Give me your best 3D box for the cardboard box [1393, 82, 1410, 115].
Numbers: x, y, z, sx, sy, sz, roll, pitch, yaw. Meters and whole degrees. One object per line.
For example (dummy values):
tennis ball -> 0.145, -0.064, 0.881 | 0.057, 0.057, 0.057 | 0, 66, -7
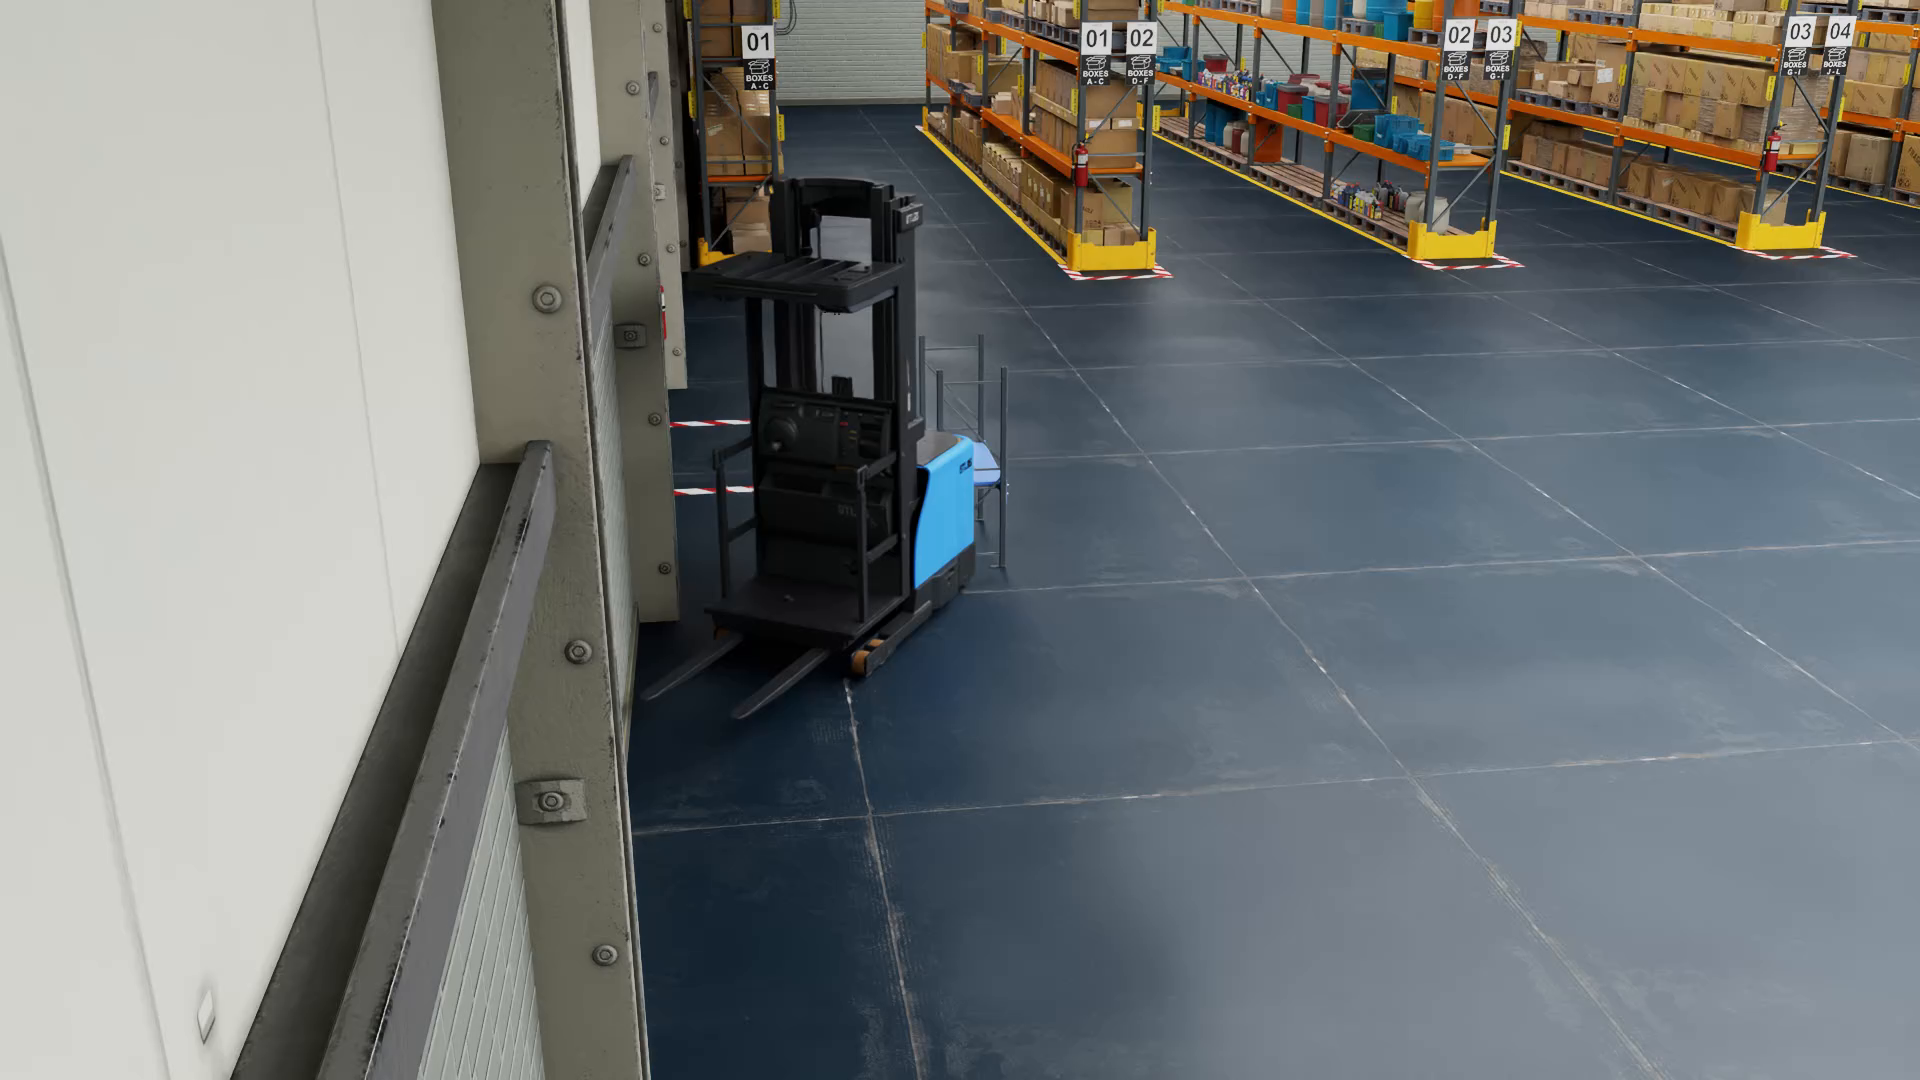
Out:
cardboard box -> 9.979, -9.529, 36.379 | 0.875, 0.875, 0.875 | -3, 21, -8

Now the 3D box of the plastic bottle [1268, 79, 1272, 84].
plastic bottle -> 5.936, -8.663, 31.789 | 0.061, 0.283, 0.133 | -3, 21, -8

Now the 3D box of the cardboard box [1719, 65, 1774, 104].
cardboard box -> 11.453, -6.634, 24.194 | 0.500, 0.500, 0.500 | -3, 21, -8

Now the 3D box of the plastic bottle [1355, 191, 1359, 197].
plastic bottle -> 6.168, -5.277, 25.829 | 0.097, 0.271, 0.097 | 0, 20, 0

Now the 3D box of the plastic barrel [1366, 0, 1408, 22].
plastic barrel -> 6.414, -8.251, 24.916 | 0.600, 0.901, 0.708 | -3, 21, -8

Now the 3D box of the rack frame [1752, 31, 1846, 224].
rack frame -> 11.854, -5.629, 23.500 | 1.000, 3.000, 0.127 | -3, 21, -8

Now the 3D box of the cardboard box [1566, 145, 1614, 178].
cardboard box -> 11.080, -6.622, 29.104 | 0.700, 0.500, 0.500 | -5, 21, -12

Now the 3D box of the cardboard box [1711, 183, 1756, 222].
cardboard box -> 11.661, -5.077, 24.994 | 0.500, 0.500, 0.500 | 2, 21, 6

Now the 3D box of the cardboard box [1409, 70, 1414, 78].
cardboard box -> 9.719, -9.844, 35.145 | 0.380, 0.149, 0.250 | -3, 21, -7

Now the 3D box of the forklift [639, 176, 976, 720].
forklift -> -0.945, -0.687, 10.365 | 1.130, 2.935, 3.031 | 9, 22, 22

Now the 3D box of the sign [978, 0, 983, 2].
sign -> 0.361, -9.521, 28.895 | 0.100, 0.325, 0.005 | -3, 21, -8

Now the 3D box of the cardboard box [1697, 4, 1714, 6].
cardboard box -> 11.681, -8.258, 25.896 | 0.380, 0.149, 0.250 | -4, 21, -10

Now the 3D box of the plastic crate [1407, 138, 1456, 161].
plastic crate -> 6.585, -5.468, 23.280 | 0.499, 0.251, 0.616 | -3, 21, -8

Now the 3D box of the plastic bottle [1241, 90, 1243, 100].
plastic bottle -> 5.288, -8.295, 30.922 | 0.097, 0.201, 0.097 | 0, 20, 0

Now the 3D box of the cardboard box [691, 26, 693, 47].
cardboard box -> -3.254, -6.642, 21.753 | 0.500, 0.500, 0.500 | -3, 21, -8

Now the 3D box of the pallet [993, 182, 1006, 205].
pallet -> 1.151, -5.886, 28.173 | 1.003, 0.211, 1.213 | -3, 21, -8

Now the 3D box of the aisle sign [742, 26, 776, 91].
aisle sign -> -2.543, -6.087, 21.012 | 0.394, 0.787, 0.004 | -3, 21, -8

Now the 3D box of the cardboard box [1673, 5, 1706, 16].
cardboard box -> 11.222, -8.141, 25.583 | 0.380, 0.149, 0.250 | -2, 21, -6

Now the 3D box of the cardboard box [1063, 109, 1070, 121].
cardboard box -> 1.659, -5.961, 23.319 | 0.380, 0.149, 0.250 | -2, 21, -6

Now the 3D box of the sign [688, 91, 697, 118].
sign -> -3.402, -5.549, 21.179 | 0.100, 0.325, 0.005 | -3, 21, -8

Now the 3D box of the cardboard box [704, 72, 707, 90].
cardboard box -> -4.333, -7.995, 29.238 | 0.500, 0.500, 0.500 | -3, 21, -7

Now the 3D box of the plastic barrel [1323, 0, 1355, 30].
plastic barrel -> 6.089, -8.569, 26.369 | 0.600, 0.901, 0.708 | -3, 21, -8

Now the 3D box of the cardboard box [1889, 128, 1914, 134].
cardboard box -> 20.238, -8.962, 34.860 | 0.875, 0.875, 0.875 | -2, 21, -6

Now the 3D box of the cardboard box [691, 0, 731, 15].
cardboard box -> -3.171, -6.945, 21.137 | 0.500, 0.500, 0.500 | -2, 21, -5

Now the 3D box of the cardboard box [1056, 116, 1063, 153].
cardboard box -> 1.771, -5.875, 24.017 | 0.700, 0.500, 0.500 | -2, 21, -6

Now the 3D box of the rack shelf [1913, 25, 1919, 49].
rack shelf -> 16.489, -7.605, 25.531 | 1.077, 0.370, 4.000 | -3, 21, -8

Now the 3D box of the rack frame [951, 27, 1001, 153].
rack frame -> 0.321, -9.285, 33.290 | 1.000, 3.000, 0.127 | -3, 21, -8

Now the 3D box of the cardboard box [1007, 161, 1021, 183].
cardboard box -> 1.051, -5.992, 27.001 | 0.500, 0.311, 0.500 | -2, 21, -6

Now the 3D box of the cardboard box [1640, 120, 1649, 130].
cardboard box -> 11.098, -6.634, 26.550 | 0.380, 0.149, 0.250 | -3, 21, -8

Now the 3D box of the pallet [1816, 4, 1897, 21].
pallet -> 15.933, -9.323, 29.374 | 1.003, 0.211, 1.213 | -2, 21, -5

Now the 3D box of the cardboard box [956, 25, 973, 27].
cardboard box -> 0.155, -10.870, 35.961 | 0.500, 0.500, 0.500 | -2, 21, -6

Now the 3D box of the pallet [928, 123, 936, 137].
pallet -> -0.128, -9.061, 36.676 | 1.003, 0.211, 1.213 | -3, 21, -8

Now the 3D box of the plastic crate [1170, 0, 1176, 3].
plastic crate -> 4.661, -11.485, 35.063 | 0.437, 0.282, 0.530 | -3, 21, -8

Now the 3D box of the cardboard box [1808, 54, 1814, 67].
cardboard box -> 15.753, -8.798, 30.413 | 0.700, 0.500, 0.500 | -3, 21, -9

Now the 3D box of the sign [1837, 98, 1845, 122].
sign -> 12.391, -6.062, 23.422 | 0.100, 0.325, 0.005 | -3, 21, -8

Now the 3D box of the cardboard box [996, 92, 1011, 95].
cardboard box -> 0.907, -7.730, 29.254 | 0.500, 0.311, 0.500 | -2, 21, -4

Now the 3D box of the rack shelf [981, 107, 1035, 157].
rack shelf -> 1.186, -6.871, 27.853 | 1.077, 0.370, 4.000 | -3, 21, -8

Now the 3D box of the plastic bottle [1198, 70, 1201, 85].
plastic bottle -> 4.854, -9.331, 33.578 | 0.061, 0.283, 0.133 | -3, 21, -8

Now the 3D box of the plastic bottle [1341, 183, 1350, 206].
plastic bottle -> 6.082, -5.429, 26.121 | 0.144, 0.351, 0.185 | -2, 21, -6

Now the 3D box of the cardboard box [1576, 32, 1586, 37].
cardboard box -> 14.352, -11.695, 37.745 | 0.500, 0.500, 0.500 | -2, 21, -6

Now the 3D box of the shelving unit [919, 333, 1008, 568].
shelving unit -> 0.012, -0.673, 12.375 | 0.538, 1.500, 1.048 | -3, 21, -8

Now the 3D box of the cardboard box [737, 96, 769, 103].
cardboard box -> -2.913, -6.059, 23.766 | 0.500, 0.500, 0.500 | -4, 21, -9

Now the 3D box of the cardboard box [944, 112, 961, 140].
cardboard box -> -0.042, -8.503, 34.140 | 0.500, 0.500, 0.500 | -3, 21, -8

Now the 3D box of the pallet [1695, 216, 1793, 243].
pallet -> 11.761, -4.632, 24.816 | 1.003, 0.211, 1.213 | -3, 21, -8

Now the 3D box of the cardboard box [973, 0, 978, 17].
cardboard box -> 0.728, -9.678, 29.912 | 0.910, 0.500, 0.500 | -3, 21, -8

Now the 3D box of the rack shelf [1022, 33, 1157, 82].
rack shelf -> 1.763, -6.891, 23.621 | 1.077, 0.370, 4.000 | -3, 21, -8

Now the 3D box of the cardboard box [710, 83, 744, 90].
cardboard box -> -3.540, -6.889, 26.102 | 0.700, 0.500, 0.500 | -1, 20, -2

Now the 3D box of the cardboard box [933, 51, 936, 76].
cardboard box -> -0.303, -10.198, 35.590 | 0.500, 0.500, 0.500 | -3, 21, -8

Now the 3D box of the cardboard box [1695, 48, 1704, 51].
cardboard box -> 15.373, -10.045, 34.232 | 0.380, 0.149, 0.250 | -4, 21, -9

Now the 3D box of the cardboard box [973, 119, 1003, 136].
cardboard box -> 0.519, -7.618, 30.698 | 0.500, 0.250, 0.500 | -2, 21, -6

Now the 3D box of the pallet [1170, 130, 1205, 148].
pallet -> 5.079, -8.480, 35.119 | 1.003, 0.211, 1.213 | -3, 21, -8

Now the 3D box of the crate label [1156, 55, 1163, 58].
crate label -> 4.357, -10.766, 37.408 | 0.416, 0.233, 0.303 | -3, 21, -8

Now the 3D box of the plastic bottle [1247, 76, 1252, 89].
plastic bottle -> 5.658, -8.913, 32.476 | 0.097, 0.271, 0.097 | 0, 20, 0

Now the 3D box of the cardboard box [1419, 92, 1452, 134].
cardboard box -> 10.237, -8.764, 34.332 | 1.225, 0.875, 0.875 | -3, 21, -8

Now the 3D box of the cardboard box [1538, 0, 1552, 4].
cardboard box -> 10.584, -9.733, 29.345 | 0.500, 0.500, 0.500 | -3, 21, -7

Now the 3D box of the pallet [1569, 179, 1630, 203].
pallet -> 11.164, -5.977, 28.417 | 1.003, 0.211, 1.213 | -3, 21, -8

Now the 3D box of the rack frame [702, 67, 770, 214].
rack frame -> -3.427, -6.264, 25.201 | 1.000, 3.000, 0.127 | -3, 21, -8

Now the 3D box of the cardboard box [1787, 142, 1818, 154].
cardboard box -> 12.049, -5.622, 23.840 | 0.380, 0.149, 0.250 | -3, 21, -8

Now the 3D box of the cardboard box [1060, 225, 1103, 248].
cardboard box -> 1.681, -4.210, 23.030 | 0.500, 0.250, 0.500 | -3, 21, -8
